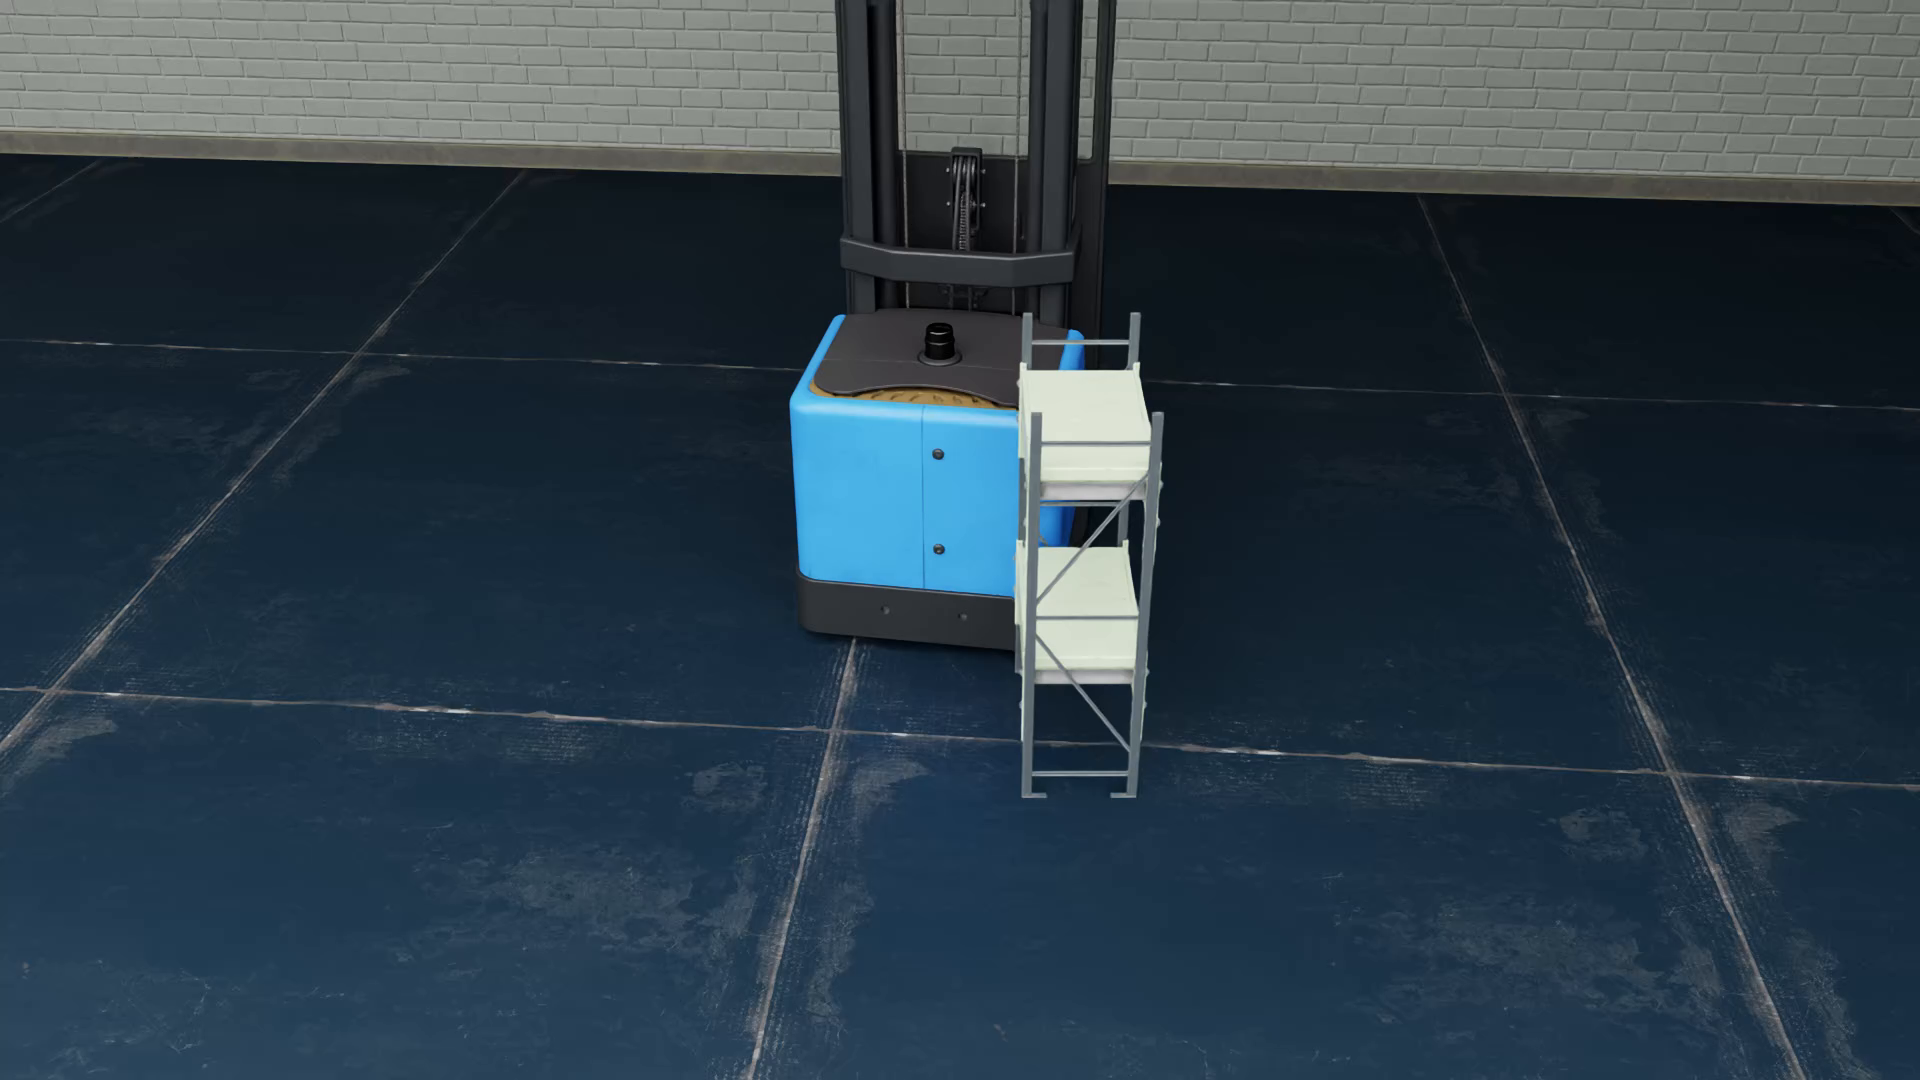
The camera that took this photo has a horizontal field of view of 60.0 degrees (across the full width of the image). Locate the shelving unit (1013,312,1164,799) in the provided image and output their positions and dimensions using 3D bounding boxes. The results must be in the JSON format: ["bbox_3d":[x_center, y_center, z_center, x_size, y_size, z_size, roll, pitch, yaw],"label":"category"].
[{"bbox_3d":[0.413,0.065,5.715,0.431,1.500,0.755,0,32,0],"label":"shelving unit"}]

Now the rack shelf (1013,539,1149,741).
[{"bbox_3d":[0.413,0.342,5.886,0.431,0.370,0.720,0,32,0],"label":"rack shelf"}]

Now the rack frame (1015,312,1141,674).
[{"bbox_3d":[0.412,-0.128,6.026,0.400,1.500,0.023,0,32,0],"label":"rack frame"}]

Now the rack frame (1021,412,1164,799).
[{"bbox_3d":[0.414,0.257,5.403,0.400,1.500,0.023,0,32,0],"label":"rack frame"}]

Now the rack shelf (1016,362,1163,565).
[{"bbox_3d":[0.413,-0.267,5.509,0.431,0.370,0.720,0,32,0],"label":"rack shelf"}]

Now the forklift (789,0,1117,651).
[{"bbox_3d":[0.098,-1.573,7.008,1.130,2.935,3.031,5,32,8],"label":"forklift"}]
